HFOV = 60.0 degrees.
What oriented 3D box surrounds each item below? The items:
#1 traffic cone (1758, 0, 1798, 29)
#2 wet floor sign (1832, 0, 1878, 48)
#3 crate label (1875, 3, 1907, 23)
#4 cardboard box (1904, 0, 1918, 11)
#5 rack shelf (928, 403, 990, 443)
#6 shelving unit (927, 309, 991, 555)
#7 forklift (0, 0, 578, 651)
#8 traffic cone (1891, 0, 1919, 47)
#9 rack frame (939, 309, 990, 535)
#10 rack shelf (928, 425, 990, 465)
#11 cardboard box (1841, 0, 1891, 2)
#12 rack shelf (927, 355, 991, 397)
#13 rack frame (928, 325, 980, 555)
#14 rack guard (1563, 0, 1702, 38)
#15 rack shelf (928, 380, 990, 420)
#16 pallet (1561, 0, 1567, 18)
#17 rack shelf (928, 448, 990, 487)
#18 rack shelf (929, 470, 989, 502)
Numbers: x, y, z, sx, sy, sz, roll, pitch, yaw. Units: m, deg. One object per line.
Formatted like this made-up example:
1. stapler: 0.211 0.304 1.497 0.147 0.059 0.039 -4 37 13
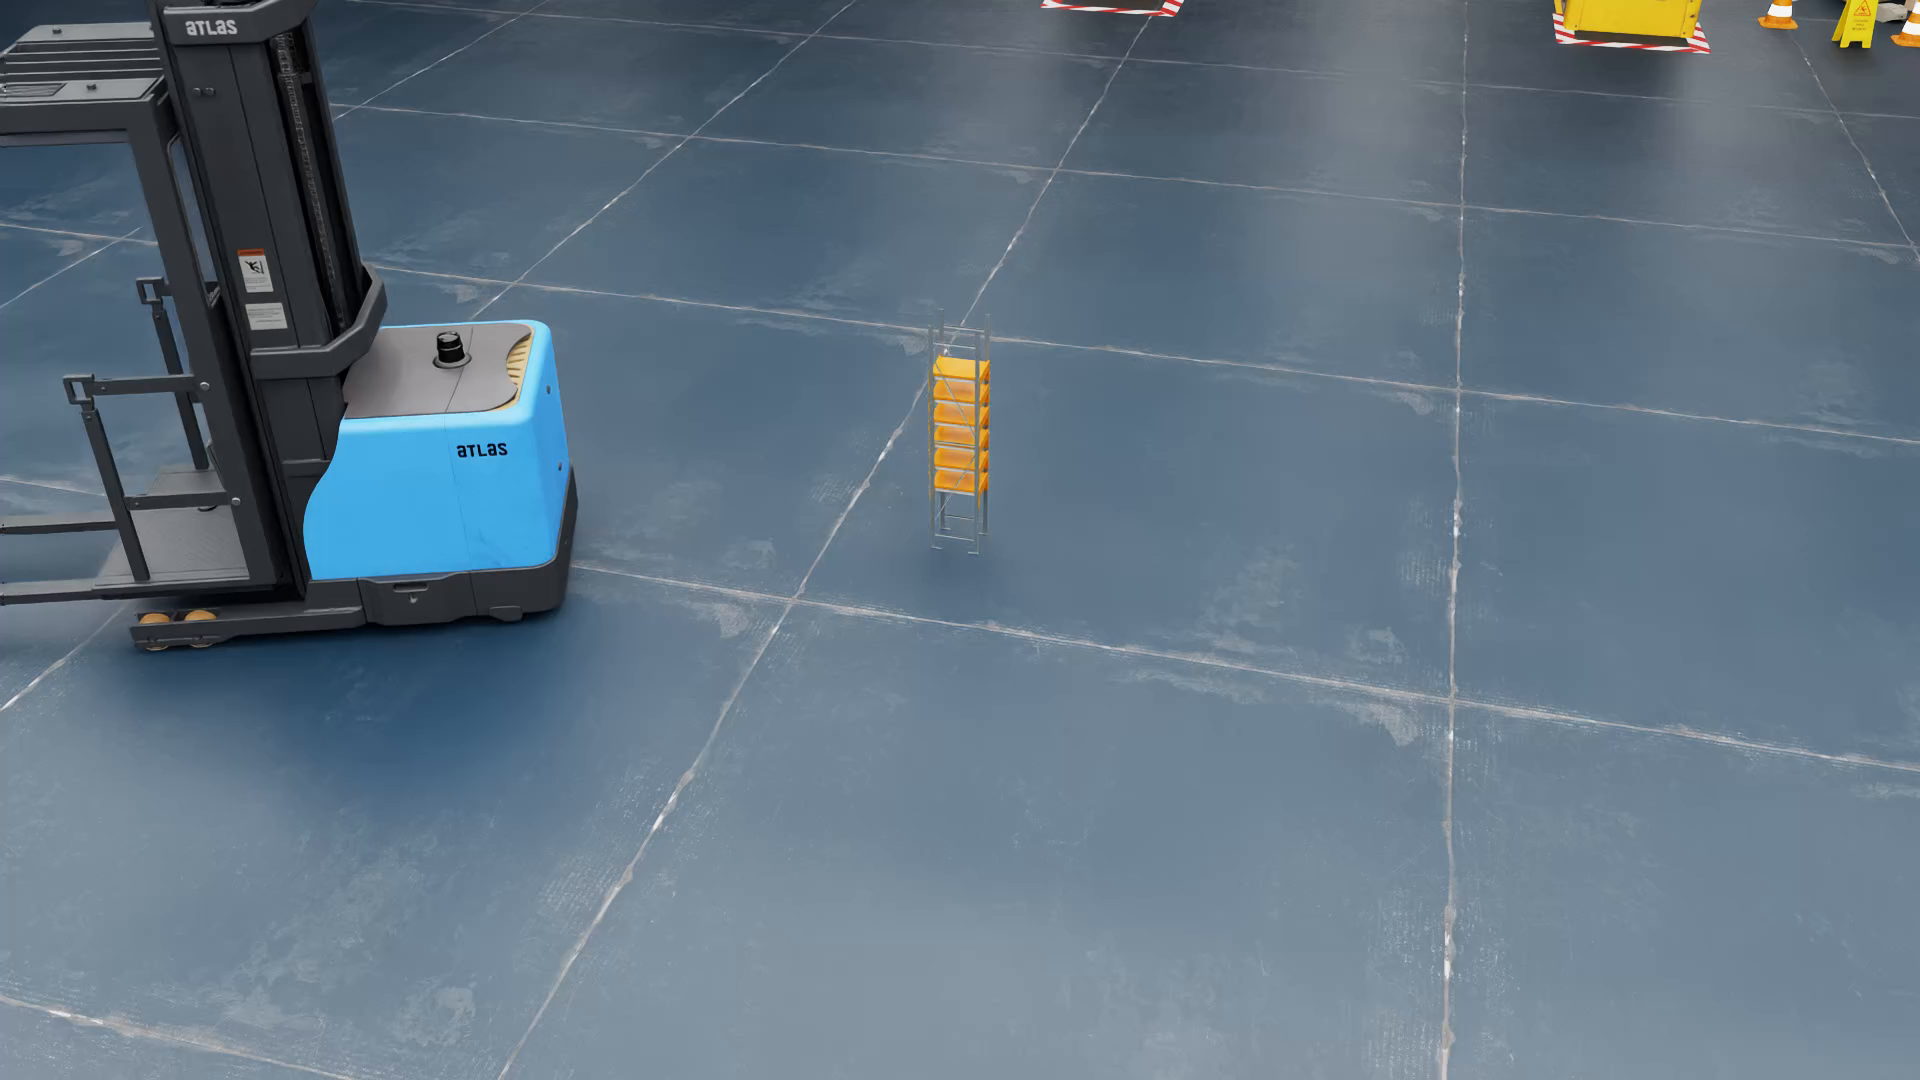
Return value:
1. traffic cone: 7.922 -5.196 15.992 0.336 0.463 0.334 8 33 12
2. wet floor sign: 8.321 -4.906 15.366 0.267 0.644 0.232 3 33 4
3. crate label: 9.068 -5.145 16.215 0.250 0.136 0.298 -8 33 -13
4. cardboard box: 9.606 -5.315 16.471 0.380 0.149 0.250 28 42 36
5. rack shelf: -0.004 -0.563 7.876 0.258 0.103 0.180 8 33 12
6. shelving unit: -0.004 -0.499 7.916 0.258 1.200 0.189 8 33 12
7. forklift: -3.386 -1.041 7.155 3.031 2.935 1.130 -4 33 -6
8. traffic cone: 8.928 -4.866 15.472 0.336 0.463 0.334 8 33 12
9. rack frame: 0.020 -0.546 7.991 0.240 1.200 0.006 8 33 12
10. rack shelf: -0.004 -0.461 7.940 0.258 0.103 0.180 8 33 12
11. cardboard box: 9.224 -5.765 16.850 0.797 0.503 0.637 -14 35 -21
12. rack shelf: -0.004 -0.765 7.747 0.258 0.103 0.180 8 33 12
13. rack frame: -0.027 -0.451 7.842 0.240 1.200 0.006 8 33 12
14. rack guard: 6.407 -5.117 15.833 1.175 0.500 0.348 8 33 12
15. rack shelf: -0.004 -0.664 7.811 0.258 0.103 0.180 8 33 12
16. pallet: 6.541 -5.433 16.600 1.003 0.211 1.213 8 33 12
17. rack shelf: -0.004 -0.360 8.005 0.258 0.103 0.180 8 33 12
18. rack shelf: -0.004 -0.259 8.069 0.258 0.103 0.180 8 33 12
